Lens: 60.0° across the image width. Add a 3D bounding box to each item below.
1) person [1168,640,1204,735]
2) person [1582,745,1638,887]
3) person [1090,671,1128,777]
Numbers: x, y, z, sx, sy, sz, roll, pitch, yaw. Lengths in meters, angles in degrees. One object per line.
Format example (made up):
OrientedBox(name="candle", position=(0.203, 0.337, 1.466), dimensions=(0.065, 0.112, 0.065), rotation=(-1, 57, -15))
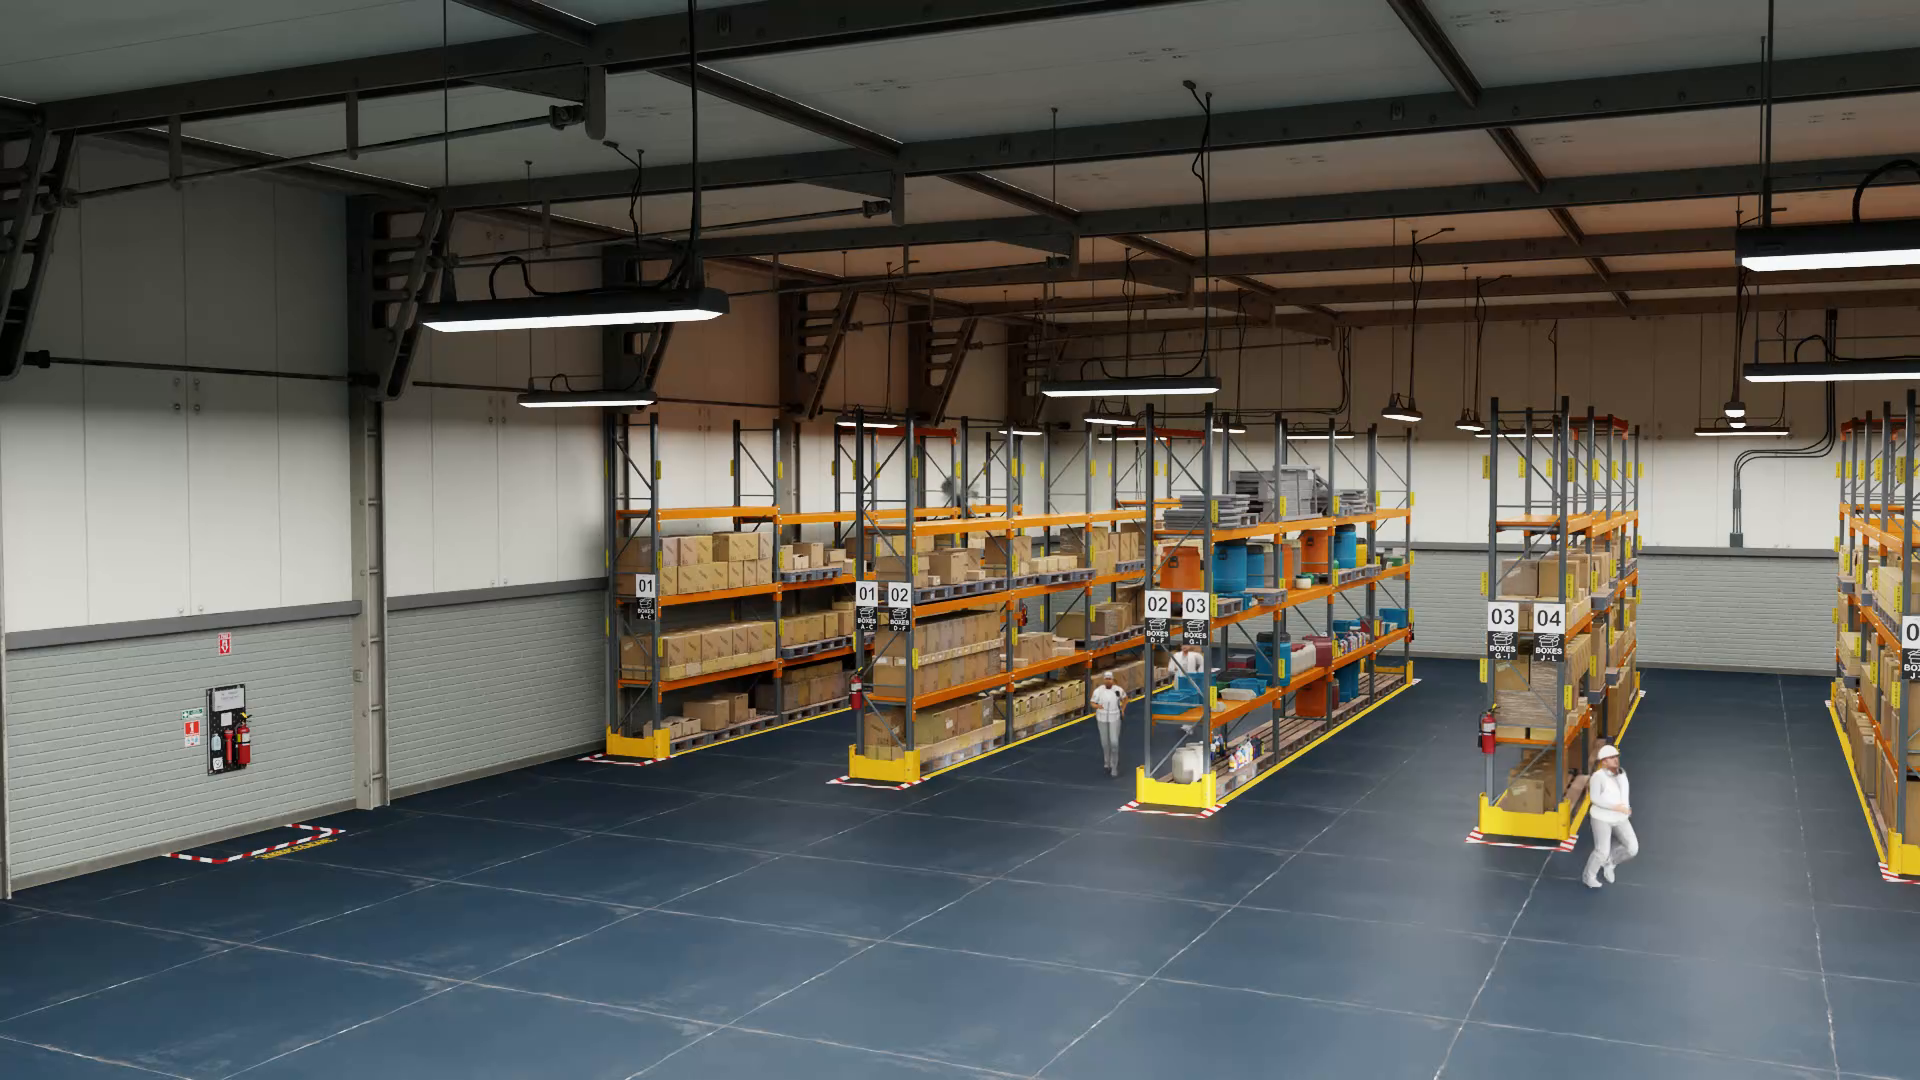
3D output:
OrientedBox(name="person", position=(4.279, 2.797, 31.557), dimensions=(0.684, 1.828, 0.766), rotation=(1, 3, 20))
OrientedBox(name="person", position=(7.746, 3.294, 19.735), dimensions=(0.678, 1.727, 0.755), rotation=(-1, 3, -19))
OrientedBox(name="person", position=(2.451, 3.023, 27.439), dimensions=(0.590, 1.726, 0.759), rotation=(1, 2, 14))
